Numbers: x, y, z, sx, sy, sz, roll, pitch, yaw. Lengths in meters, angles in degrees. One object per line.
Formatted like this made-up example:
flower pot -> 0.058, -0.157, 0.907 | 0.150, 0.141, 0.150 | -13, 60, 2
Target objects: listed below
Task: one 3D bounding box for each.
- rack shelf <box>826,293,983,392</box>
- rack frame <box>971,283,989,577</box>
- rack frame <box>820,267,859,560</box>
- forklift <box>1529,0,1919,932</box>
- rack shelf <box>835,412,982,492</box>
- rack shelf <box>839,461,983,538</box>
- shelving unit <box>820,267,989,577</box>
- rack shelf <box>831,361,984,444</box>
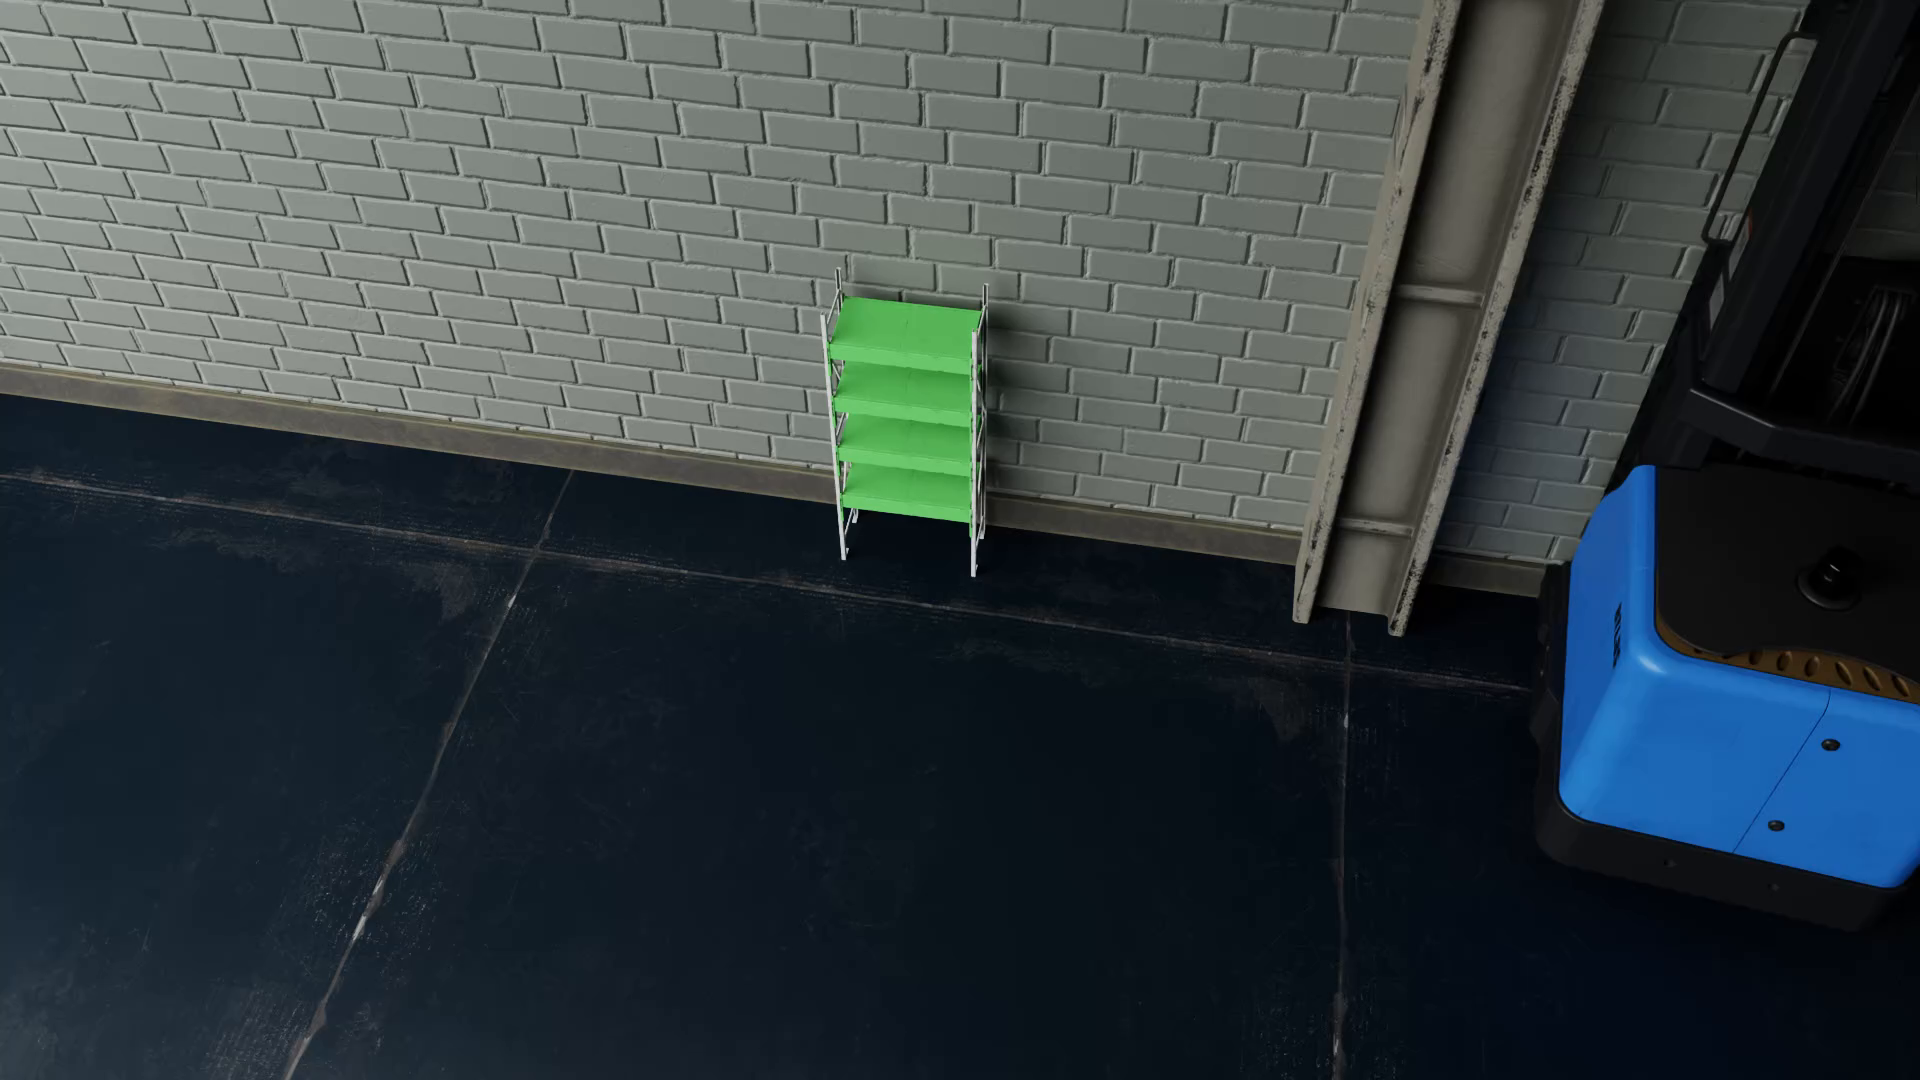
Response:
rack shelf -> -0.175, -0.650, 5.465 | 0.480, 0.148, 0.258 | 7, 50, 6
rack frame -> 0.067, -0.347, 5.752 | 0.015, 1.200, 0.240 | 7, 50, 6
rack frame -> -0.414, -0.408, 5.807 | 0.015, 1.200, 0.240 | 7, 50, 6
forklift -> 2.730, -0.905, 5.093 | 1.130, 2.935, 3.031 | 12, 49, 11
rack shelf -> -0.173, -0.336, 5.828 | 0.480, 0.148, 0.258 | 7, 50, 6
rack shelf -> -0.172, -0.179, 6.009 | 0.480, 0.148, 0.258 | 7, 50, 6
shelving unit -> -0.173, -0.378, 5.779 | 0.503, 1.200, 0.258 | 7, 50, 6
rack shelf -> -0.174, -0.493, 5.646 | 0.480, 0.148, 0.258 | 7, 50, 6
